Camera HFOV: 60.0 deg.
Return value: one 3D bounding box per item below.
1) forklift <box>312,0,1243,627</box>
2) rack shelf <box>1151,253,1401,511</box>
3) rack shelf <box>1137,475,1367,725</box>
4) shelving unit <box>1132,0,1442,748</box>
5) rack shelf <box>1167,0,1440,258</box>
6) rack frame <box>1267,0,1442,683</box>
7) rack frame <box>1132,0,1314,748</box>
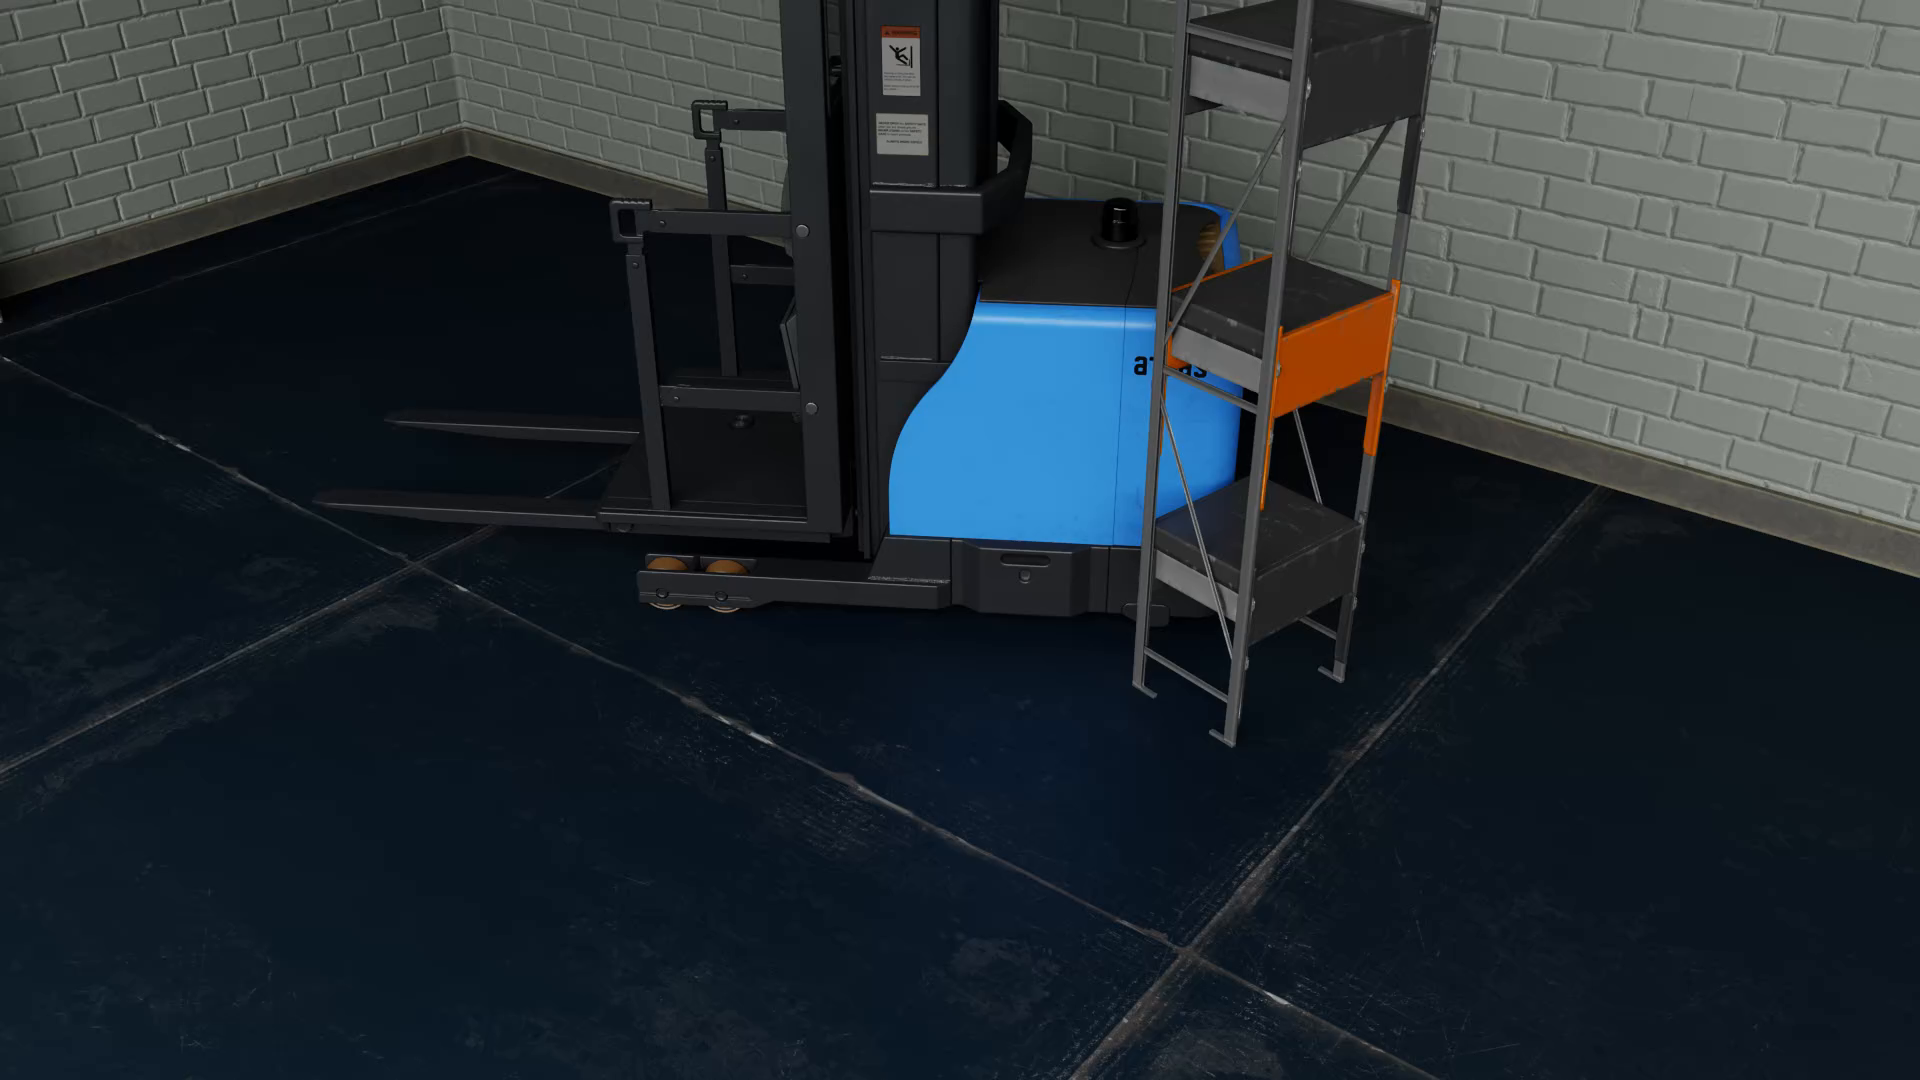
[{"bbox_3d":[-0.620,-1.292,5.055,3.031,2.935,1.130,3,31,5],"label":"forklift"},{"bbox_3d":[0.840,-0.458,4.490,0.480,0.518,0.431,-23,38,-34],"label":"rack shelf"},{"bbox_3d":[0.840,0.144,4.847,0.480,0.518,0.431,-23,38,-34],"label":"rack shelf"},{"bbox_3d":[0.840,-0.470,4.483,0.503,2.100,0.431,-23,38,-34],"label":"shelving unit"},{"bbox_3d":[0.840,-1.060,4.133,0.480,0.518,0.431,-23,38,-34],"label":"rack shelf"},{"bbox_3d":[1.026,-0.550,4.619,0.015,2.100,0.400,-23,38,-34],"label":"rack frame"},{"bbox_3d":[0.654,-0.390,4.348,0.015,2.100,0.400,-23,38,-34],"label":"rack frame"}]
